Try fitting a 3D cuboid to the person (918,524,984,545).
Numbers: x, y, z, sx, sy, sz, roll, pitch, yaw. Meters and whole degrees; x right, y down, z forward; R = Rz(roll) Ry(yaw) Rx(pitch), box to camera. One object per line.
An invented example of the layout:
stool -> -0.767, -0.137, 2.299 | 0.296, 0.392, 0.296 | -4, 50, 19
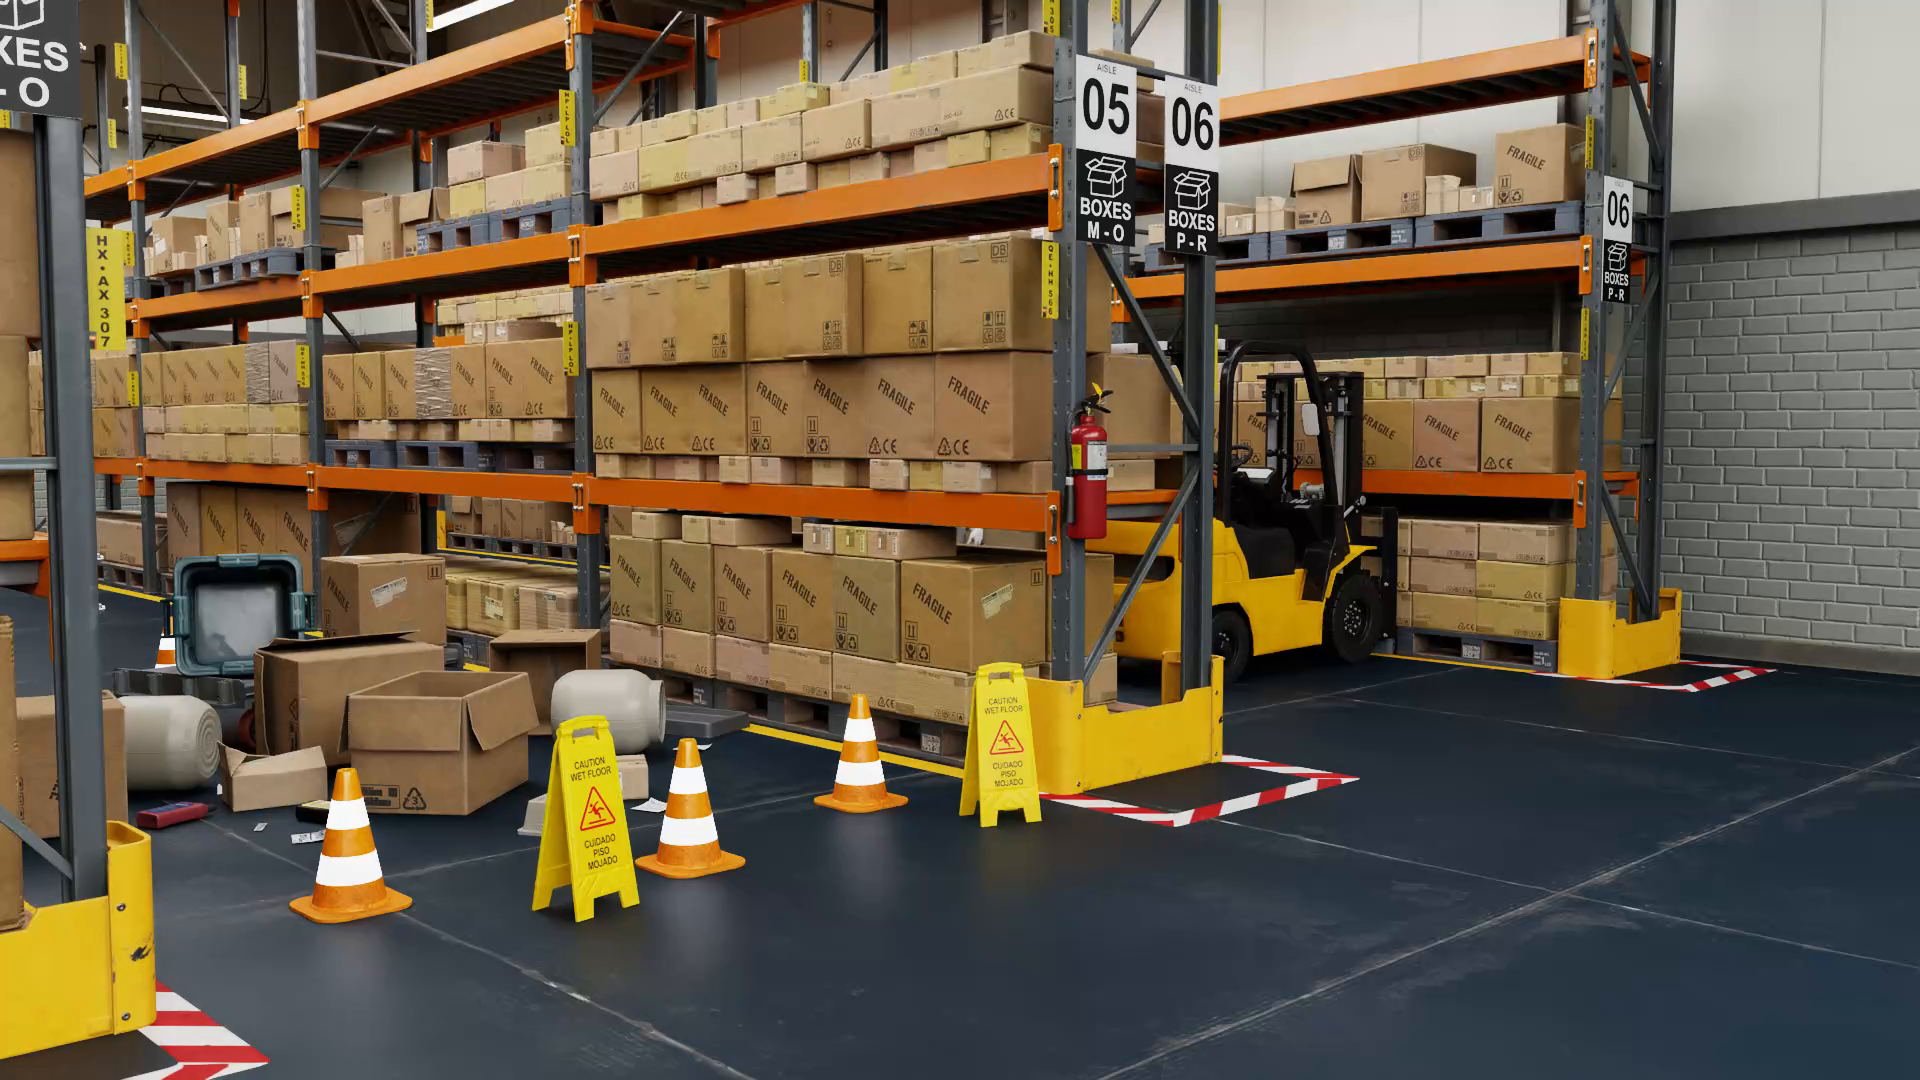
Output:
person -> -0.164, -0.065, 11.401 | 0.656, 1.782, 0.577 | 1, 4, 17
